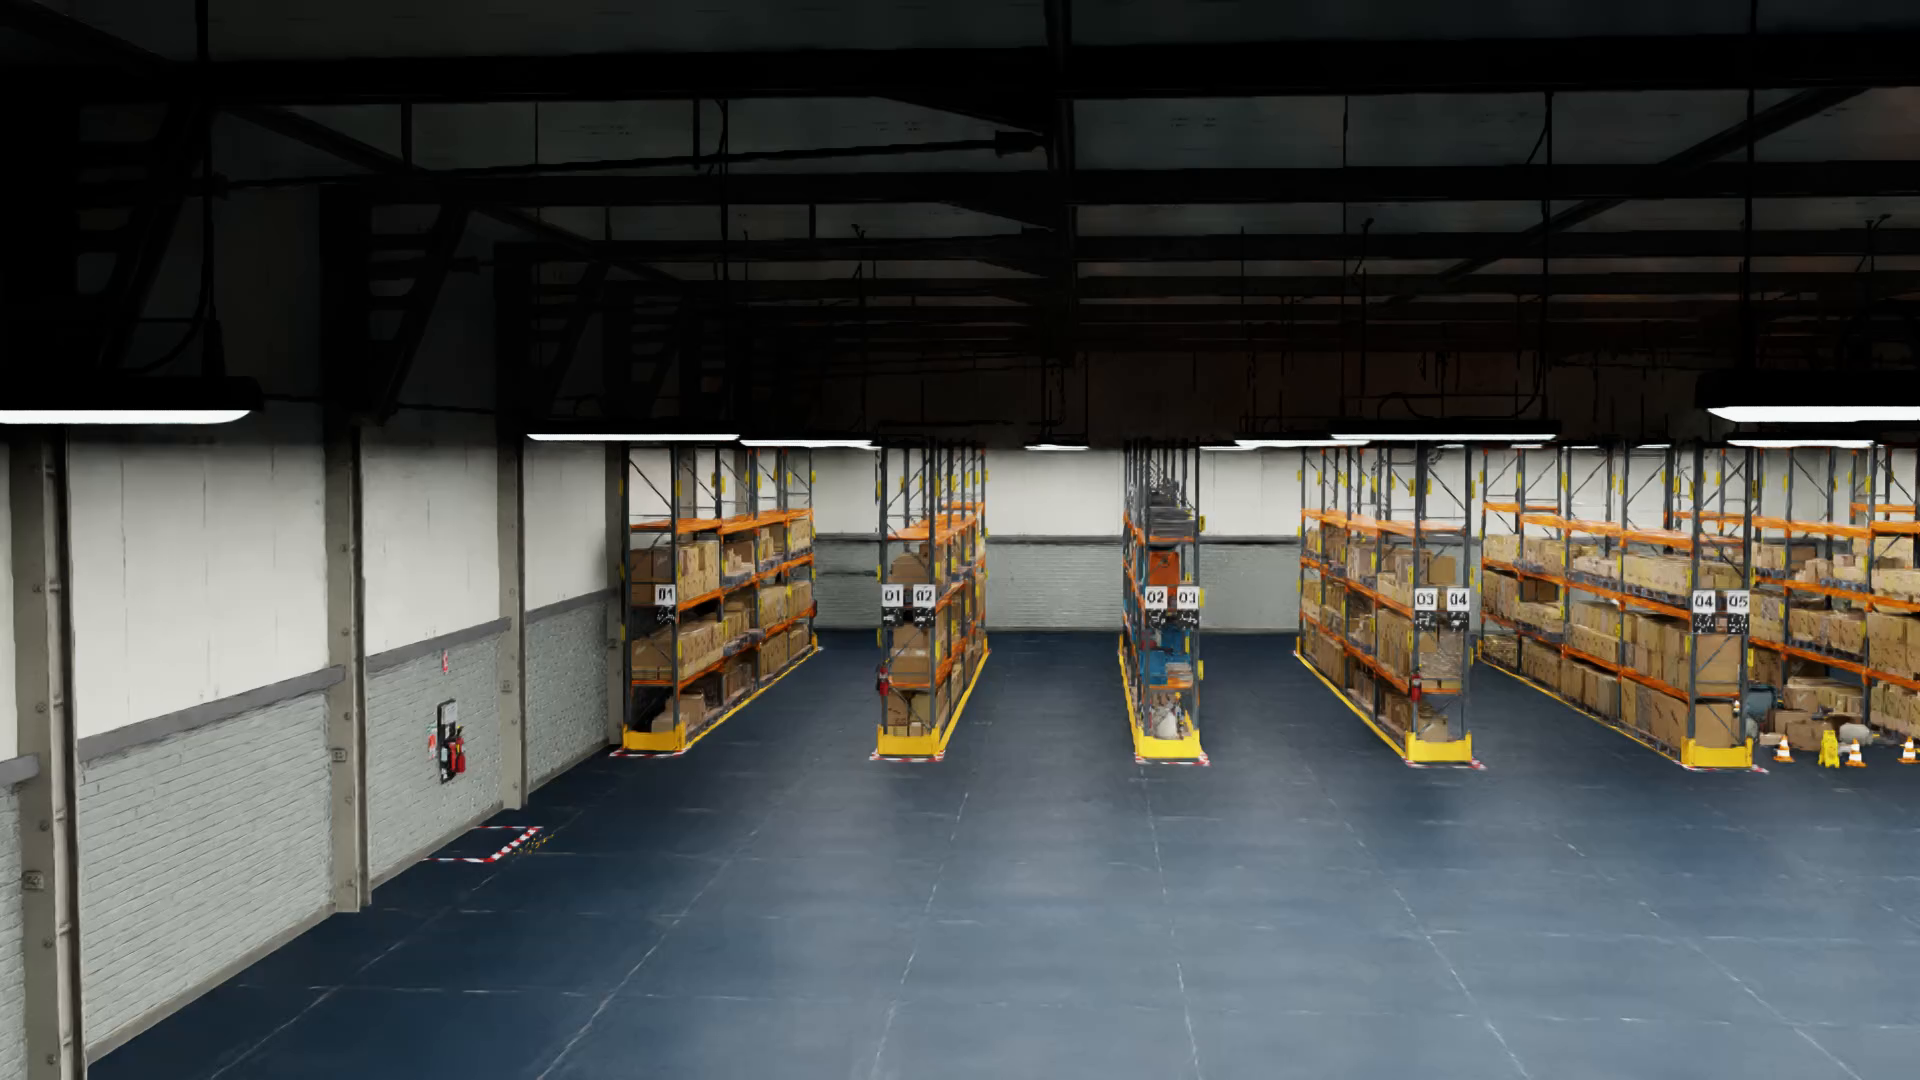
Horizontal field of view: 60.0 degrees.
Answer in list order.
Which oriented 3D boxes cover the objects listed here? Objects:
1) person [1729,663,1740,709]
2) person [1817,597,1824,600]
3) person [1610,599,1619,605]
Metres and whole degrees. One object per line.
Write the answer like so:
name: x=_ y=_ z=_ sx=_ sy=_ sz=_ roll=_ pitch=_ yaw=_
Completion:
person: x=16.997 y=2.922 z=36.537 sx=0.549 sy=1.665 sz=0.573 roll=2 pitch=4 yaw=33
person: x=24.280 y=2.413 z=46.825 sx=0.355 sy=1.592 sz=0.516 roll=-1 pitch=3 yaw=-24
person: x=17.421 y=2.465 z=44.267 sx=0.417 sy=1.823 sz=0.605 roll=1 pitch=3 yaw=21
